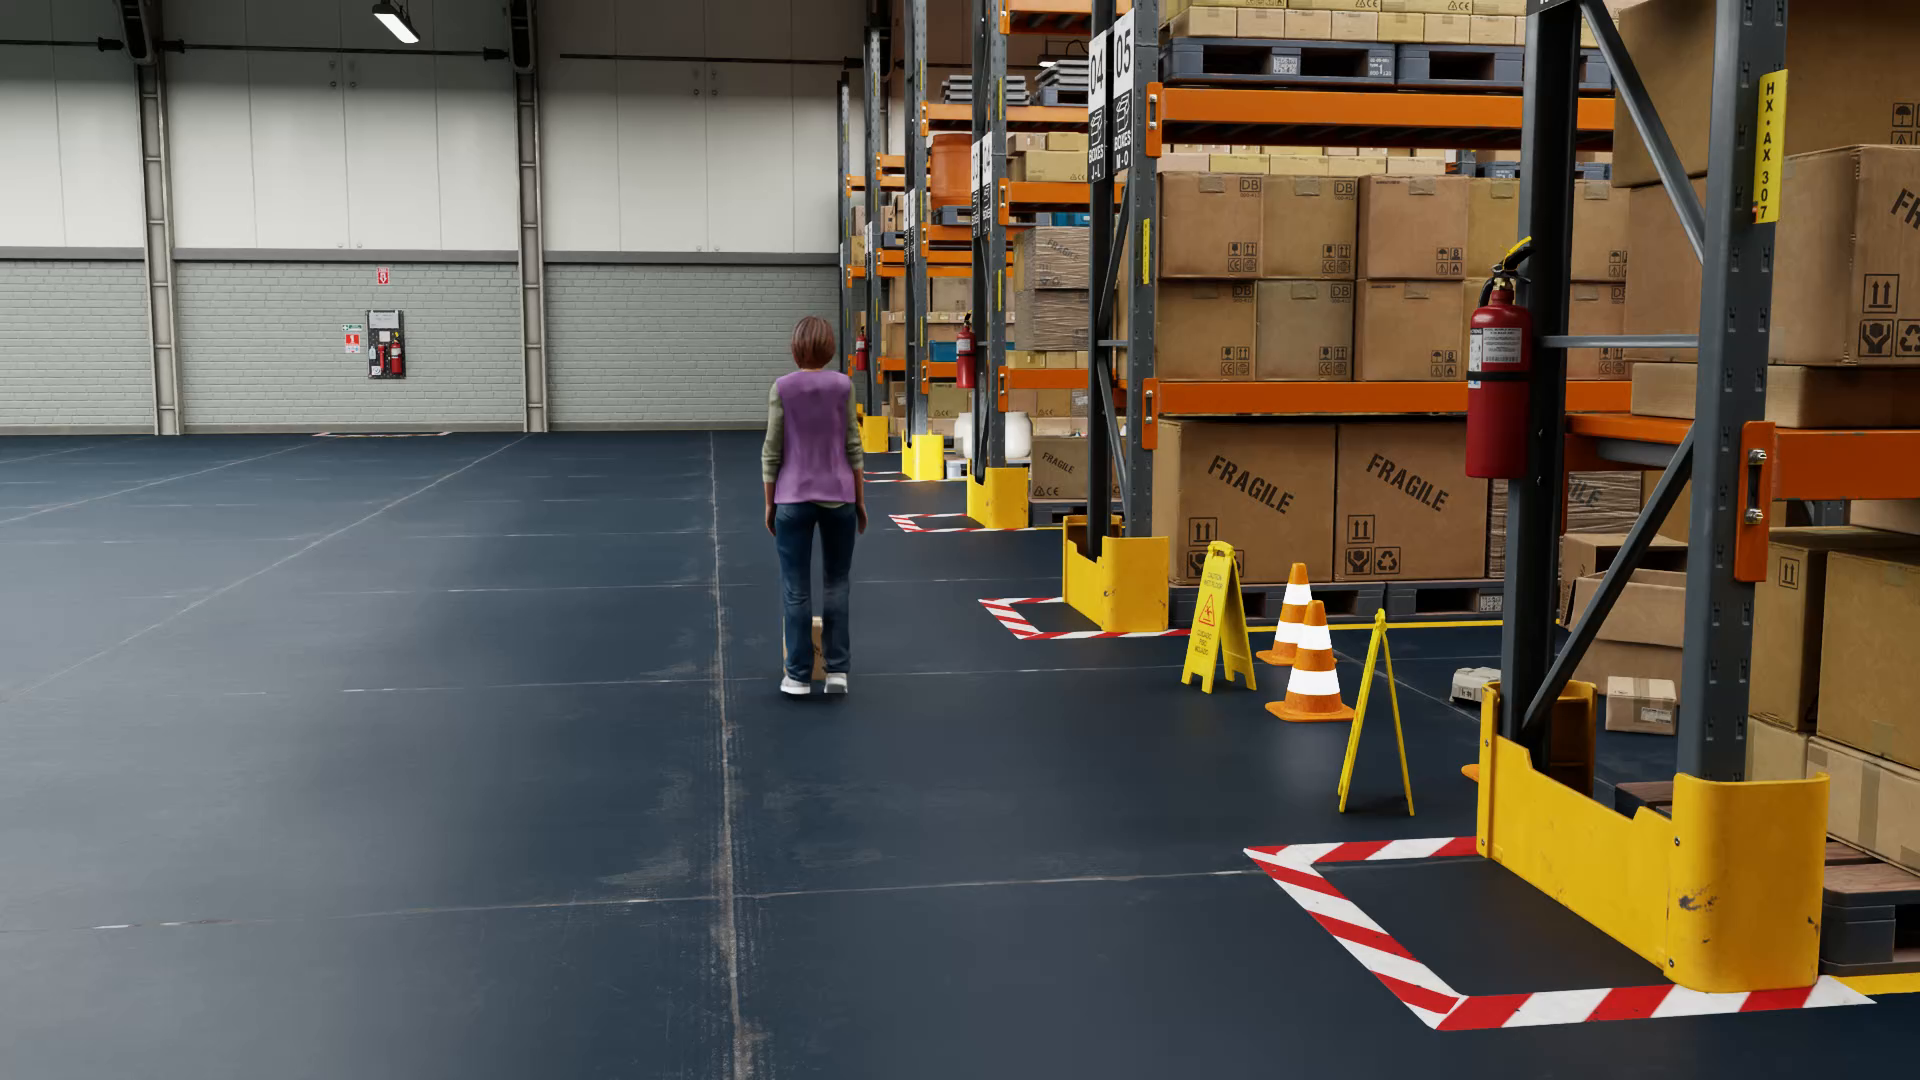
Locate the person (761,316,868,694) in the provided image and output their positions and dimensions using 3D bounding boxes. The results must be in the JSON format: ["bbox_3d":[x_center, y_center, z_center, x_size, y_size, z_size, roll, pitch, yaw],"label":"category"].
[{"bbox_3d":[-0.615,-0.122,7.037,0.451,1.639,0.309,-2,7,-14],"label":"person"}]
